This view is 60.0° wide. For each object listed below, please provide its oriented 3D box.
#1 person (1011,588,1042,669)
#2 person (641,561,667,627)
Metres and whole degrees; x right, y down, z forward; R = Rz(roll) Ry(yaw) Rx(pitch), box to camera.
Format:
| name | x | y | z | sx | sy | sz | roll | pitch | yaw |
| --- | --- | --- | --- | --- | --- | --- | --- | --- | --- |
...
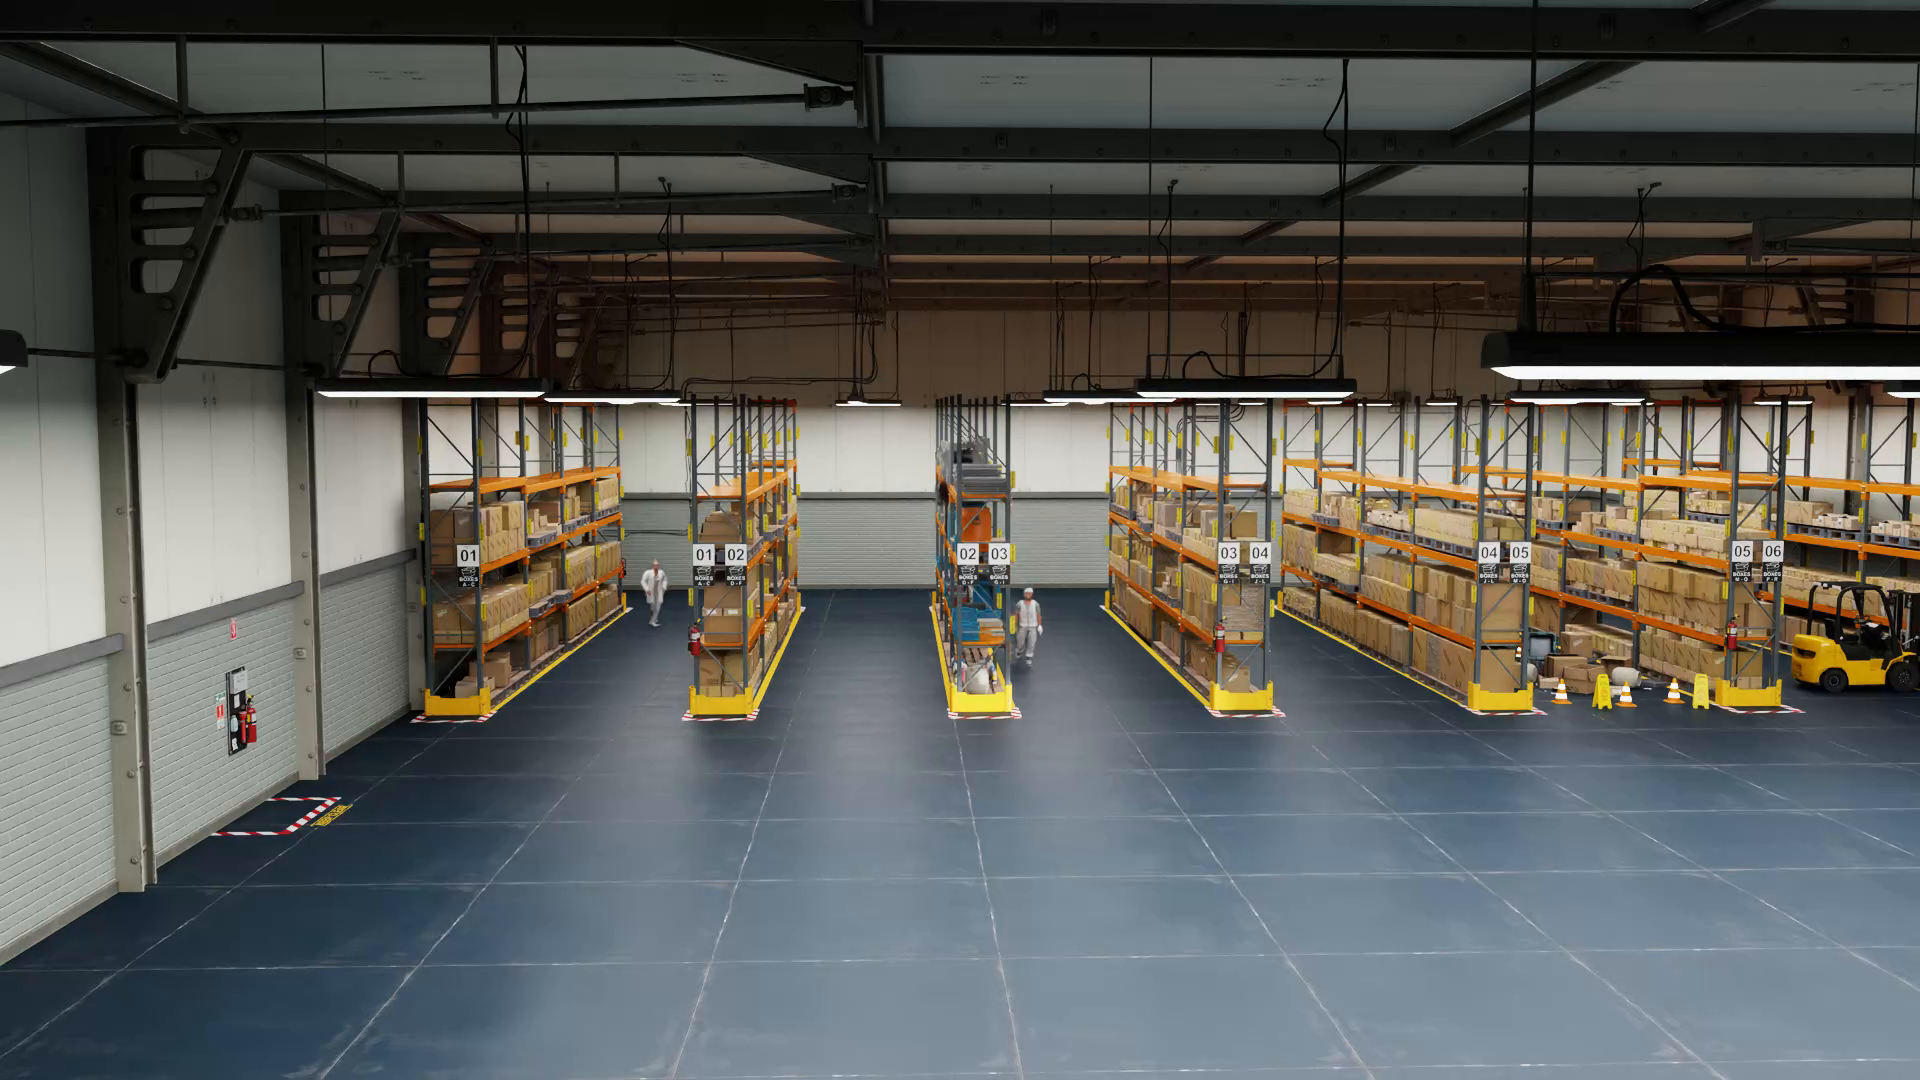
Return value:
| name | x | y | z | sx | sy | sz | roll | pitch | yaw |
| --- | --- | --- | --- | --- | --- | --- | --- | --- | --- |
| person | 1.466 | 1.934 | 36.751 | 0.685 | 1.781 | 0.568 | 0 | 4 | -2 |
| person | -8.070 | 1.416 | 43.898 | 0.710 | 1.725 | 0.585 | -2 | 5 | -21 |
